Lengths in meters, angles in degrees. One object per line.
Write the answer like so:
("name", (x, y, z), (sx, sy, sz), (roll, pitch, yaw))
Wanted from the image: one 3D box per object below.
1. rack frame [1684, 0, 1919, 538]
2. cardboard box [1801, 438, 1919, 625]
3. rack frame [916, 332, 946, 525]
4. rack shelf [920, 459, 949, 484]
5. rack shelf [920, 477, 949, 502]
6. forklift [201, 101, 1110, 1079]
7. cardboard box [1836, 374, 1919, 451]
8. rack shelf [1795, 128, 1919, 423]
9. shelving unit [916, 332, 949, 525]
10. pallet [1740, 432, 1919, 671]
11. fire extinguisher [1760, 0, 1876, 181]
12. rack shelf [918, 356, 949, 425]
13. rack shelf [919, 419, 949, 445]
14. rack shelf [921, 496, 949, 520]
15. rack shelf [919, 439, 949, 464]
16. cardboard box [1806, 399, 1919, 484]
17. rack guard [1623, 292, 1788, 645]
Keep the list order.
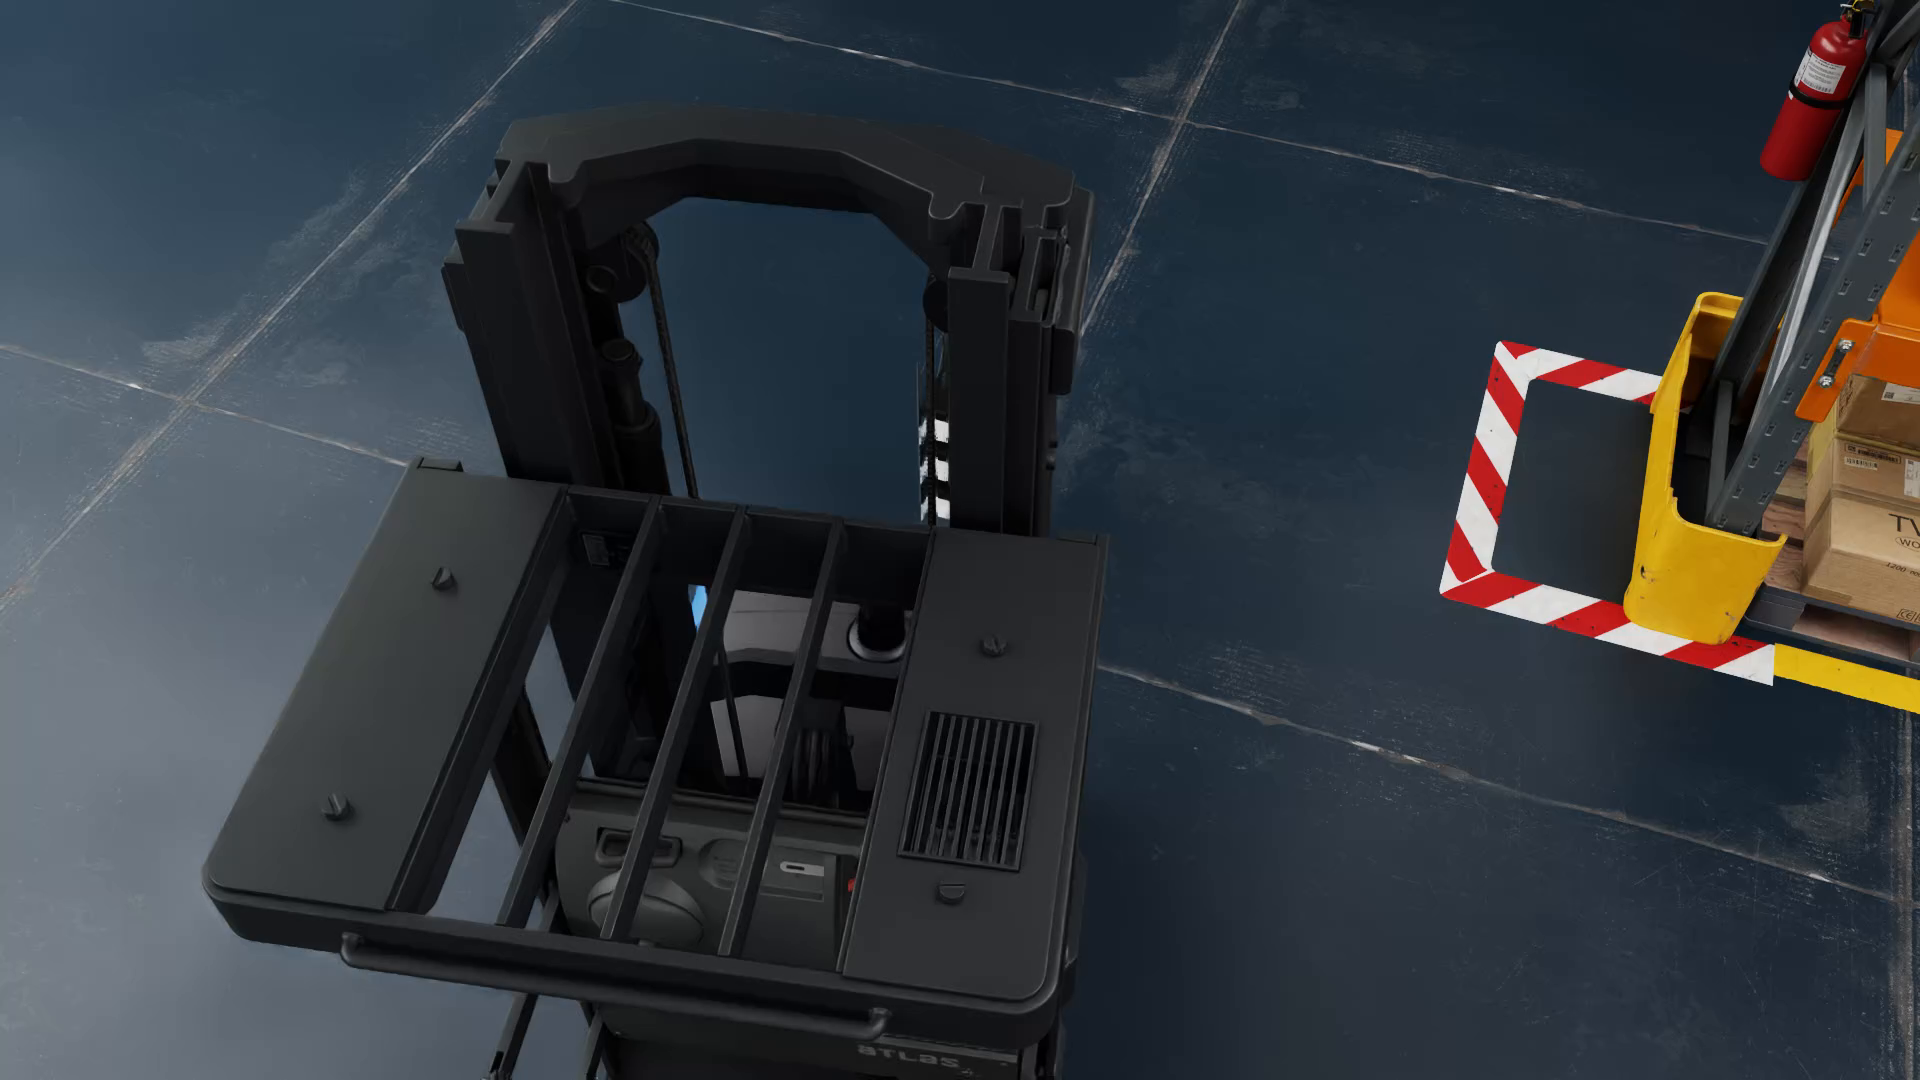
("rack frame", (2.581, -1.075, 4.697), (0.127, 3.000, 1.000), (16, 51, 13))
("cardboard box", (3.007, -0.014, 5.319), (0.500, 0.250, 0.500), (16, 51, 13))
("rack frame", (-0.088, -0.319, 5.431), (0.006, 0.900, 0.240), (16, 51, 13))
("rack shelf", (0.008, -0.271, 5.433), (0.200, 0.077, 0.258), (16, 51, 13))
("rack shelf", (0.008, -0.212, 5.501), (0.200, 0.077, 0.258), (16, 51, 13))
("forklift", (-0.358, 0.831, 3.090), (1.130, 2.935, 3.031), (7, 49, 6))
("cardboard box", (3.187, -0.629, 5.355), (0.500, 0.500, 0.500), (16, 51, 13))
("rack shelf", (4.457, -0.316, 4.515), (4.000, 0.370, 1.077), (16, 51, 13))
("shelving unit", (0.008, -0.293, 5.408), (0.210, 0.900, 0.258), (16, 51, 13))
("pallet", (3.313, 0.008, 5.603), (1.213, 0.211, 1.003), (16, 51, 13))
("fire extinguisher", (2.631, -1.410, 5.039), (0.183, 0.674, 0.296), (16, 51, 13))
("rack shelf", (0.008, -0.448, 5.229), (0.200, 0.077, 0.258), (16, 51, 13))
("rack shelf", (0.008, -0.389, 5.297), (0.200, 0.077, 0.258), (16, 51, 13))
("rack shelf", (0.008, -0.153, 5.569), (0.200, 0.077, 0.258), (16, 51, 13))
("rack shelf", (0.008, -0.330, 5.365), (0.200, 0.077, 0.258), (16, 51, 13))
("cardboard box", (3.186, -0.381, 5.637), (0.500, 0.250, 0.500), (16, 51, 13))
("rack guard", (2.558, -0.263, 5.647), (0.348, 0.500, 1.175), (16, 51, 13))
